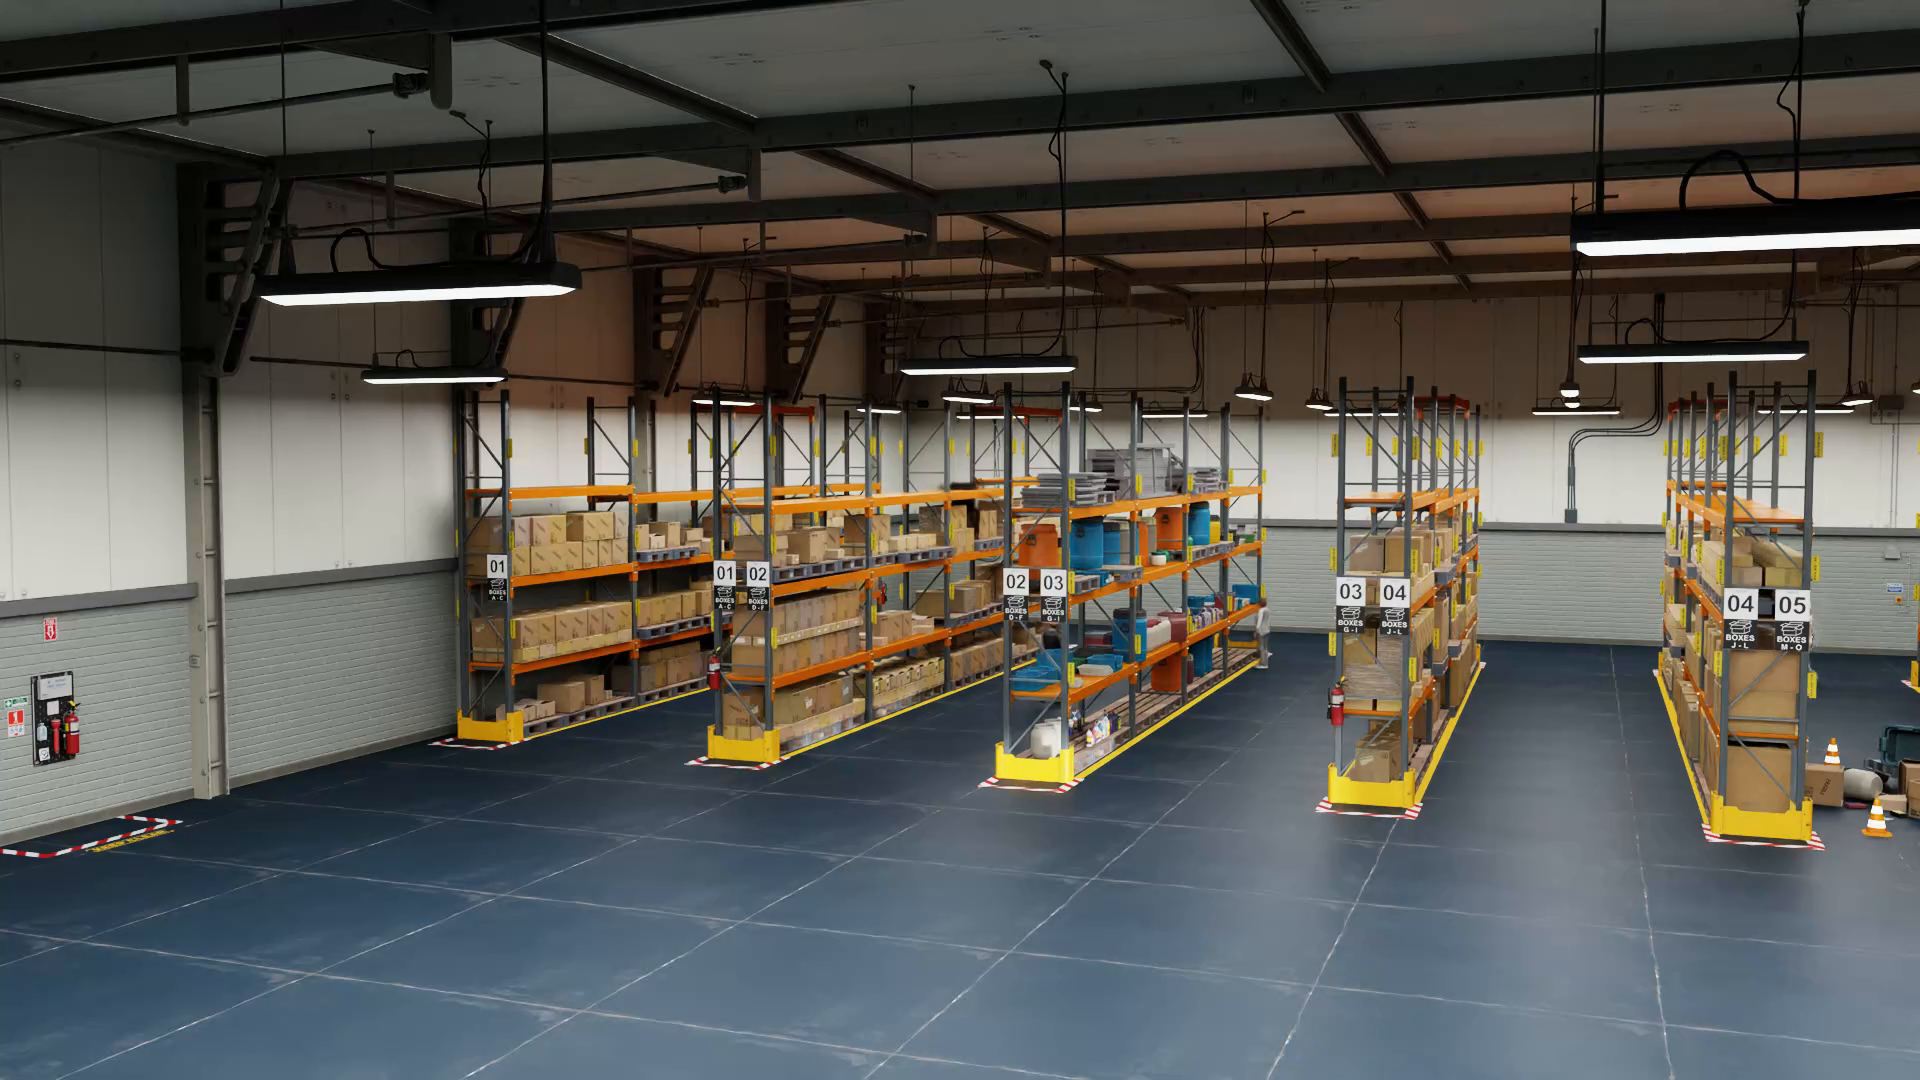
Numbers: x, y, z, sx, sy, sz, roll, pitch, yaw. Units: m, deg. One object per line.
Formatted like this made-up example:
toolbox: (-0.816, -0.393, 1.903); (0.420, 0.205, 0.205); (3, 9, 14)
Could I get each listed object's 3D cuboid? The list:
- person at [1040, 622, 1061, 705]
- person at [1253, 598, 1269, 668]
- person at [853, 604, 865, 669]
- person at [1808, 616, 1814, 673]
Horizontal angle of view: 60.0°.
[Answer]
person: (1.806, 2.354, 32.285); (0.524, 1.708, 0.520); (-2, 4, -34)
person: (6.840, 2.116, 37.744); (0.343, 1.606, 0.419); (2, 4, 31)
person: (-2.130, 2.175, 36.265); (0.511, 1.583, 0.481); (3, 4, 41)
person: (17.969, 2.180, 35.435); (0.681, 1.749, 0.965); (-1, 3, -23)
